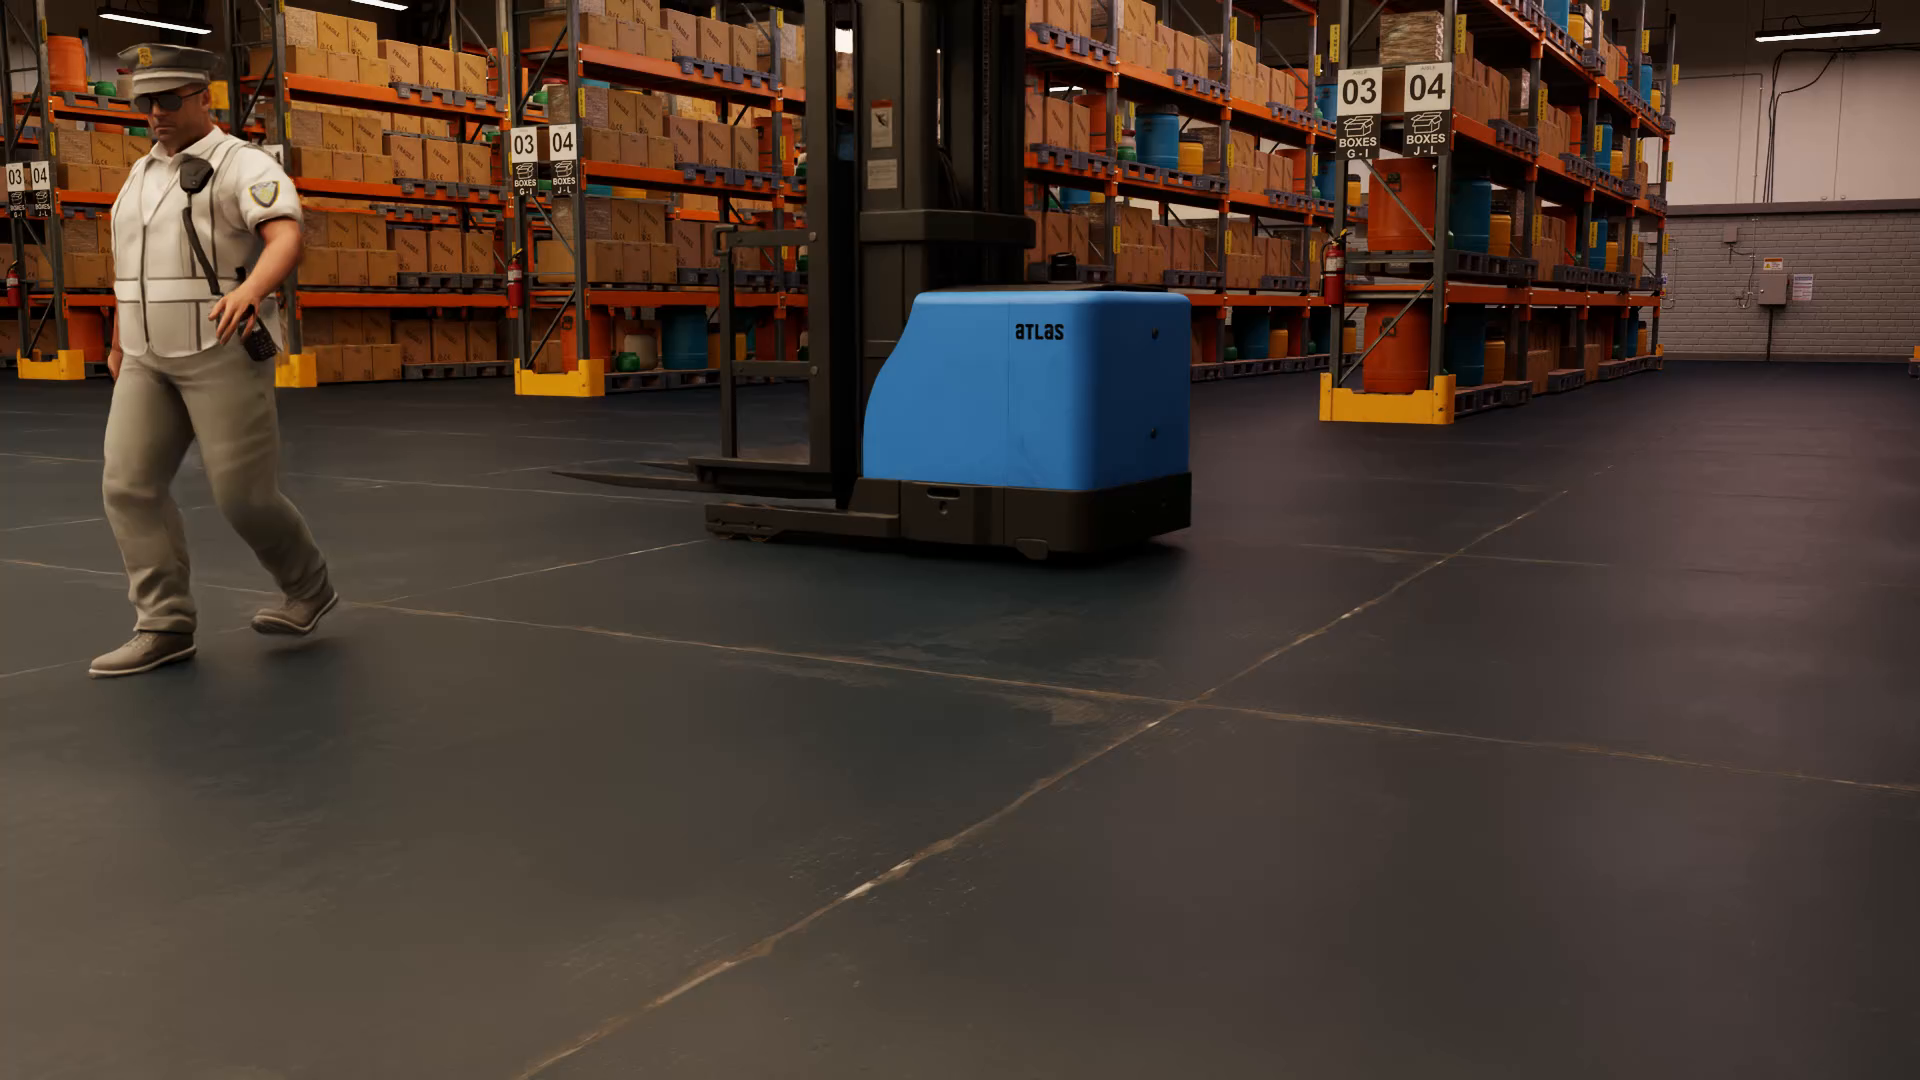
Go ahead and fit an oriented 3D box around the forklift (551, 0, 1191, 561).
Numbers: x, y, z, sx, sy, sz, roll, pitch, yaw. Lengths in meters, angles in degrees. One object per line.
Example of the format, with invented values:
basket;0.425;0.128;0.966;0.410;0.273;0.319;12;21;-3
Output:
forklift;-0.527;-1.494;7.421;3.031;2.935;1.130;5;9;31

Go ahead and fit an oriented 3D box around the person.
person;-2.178;-0.507;4.710;0.909;1.729;0.722;2;8;17
